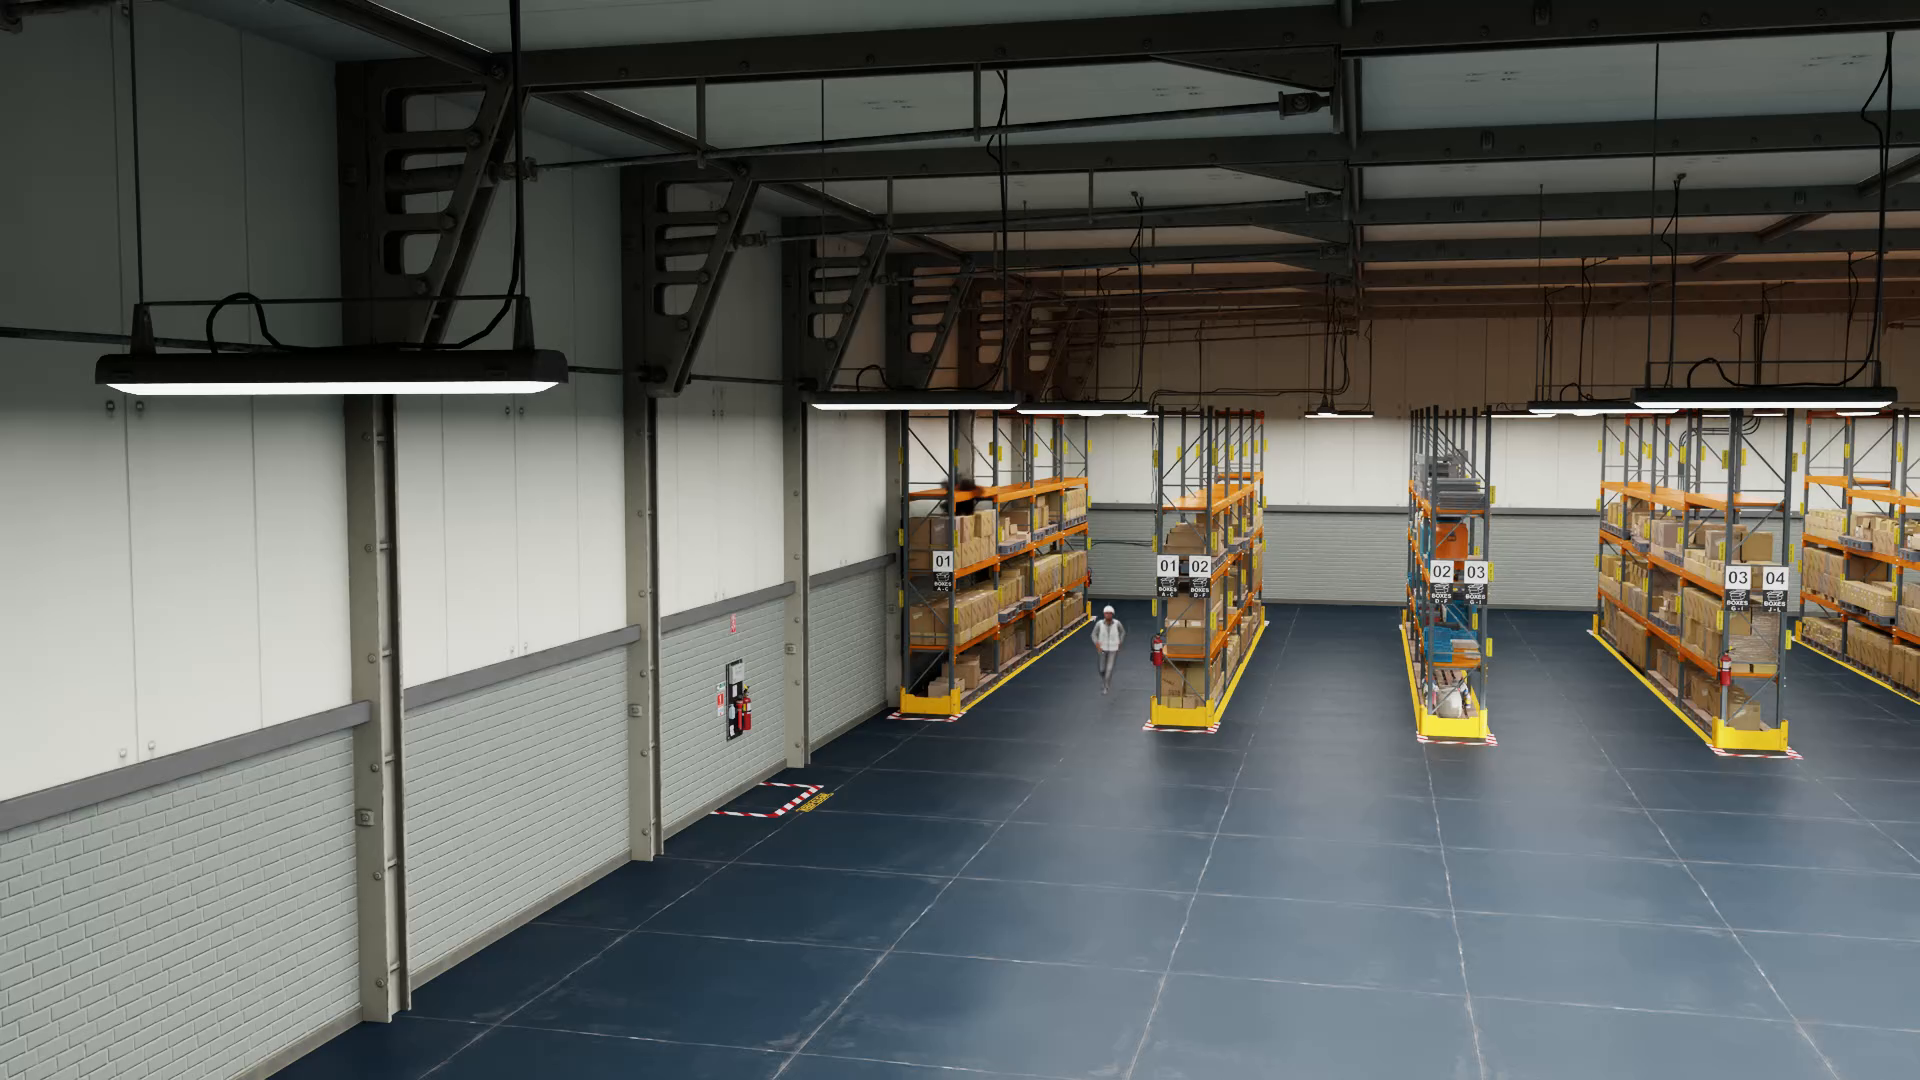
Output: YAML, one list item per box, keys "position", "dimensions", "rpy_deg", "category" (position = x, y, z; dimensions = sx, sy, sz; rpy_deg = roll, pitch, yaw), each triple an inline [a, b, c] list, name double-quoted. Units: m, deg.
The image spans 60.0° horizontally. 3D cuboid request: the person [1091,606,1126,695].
- position: [2.968, 2.188, 33.263]
  dimensions: [0.684, 1.756, 0.789]
  rpy_deg: [0, 4, 6]
  category: "person"
